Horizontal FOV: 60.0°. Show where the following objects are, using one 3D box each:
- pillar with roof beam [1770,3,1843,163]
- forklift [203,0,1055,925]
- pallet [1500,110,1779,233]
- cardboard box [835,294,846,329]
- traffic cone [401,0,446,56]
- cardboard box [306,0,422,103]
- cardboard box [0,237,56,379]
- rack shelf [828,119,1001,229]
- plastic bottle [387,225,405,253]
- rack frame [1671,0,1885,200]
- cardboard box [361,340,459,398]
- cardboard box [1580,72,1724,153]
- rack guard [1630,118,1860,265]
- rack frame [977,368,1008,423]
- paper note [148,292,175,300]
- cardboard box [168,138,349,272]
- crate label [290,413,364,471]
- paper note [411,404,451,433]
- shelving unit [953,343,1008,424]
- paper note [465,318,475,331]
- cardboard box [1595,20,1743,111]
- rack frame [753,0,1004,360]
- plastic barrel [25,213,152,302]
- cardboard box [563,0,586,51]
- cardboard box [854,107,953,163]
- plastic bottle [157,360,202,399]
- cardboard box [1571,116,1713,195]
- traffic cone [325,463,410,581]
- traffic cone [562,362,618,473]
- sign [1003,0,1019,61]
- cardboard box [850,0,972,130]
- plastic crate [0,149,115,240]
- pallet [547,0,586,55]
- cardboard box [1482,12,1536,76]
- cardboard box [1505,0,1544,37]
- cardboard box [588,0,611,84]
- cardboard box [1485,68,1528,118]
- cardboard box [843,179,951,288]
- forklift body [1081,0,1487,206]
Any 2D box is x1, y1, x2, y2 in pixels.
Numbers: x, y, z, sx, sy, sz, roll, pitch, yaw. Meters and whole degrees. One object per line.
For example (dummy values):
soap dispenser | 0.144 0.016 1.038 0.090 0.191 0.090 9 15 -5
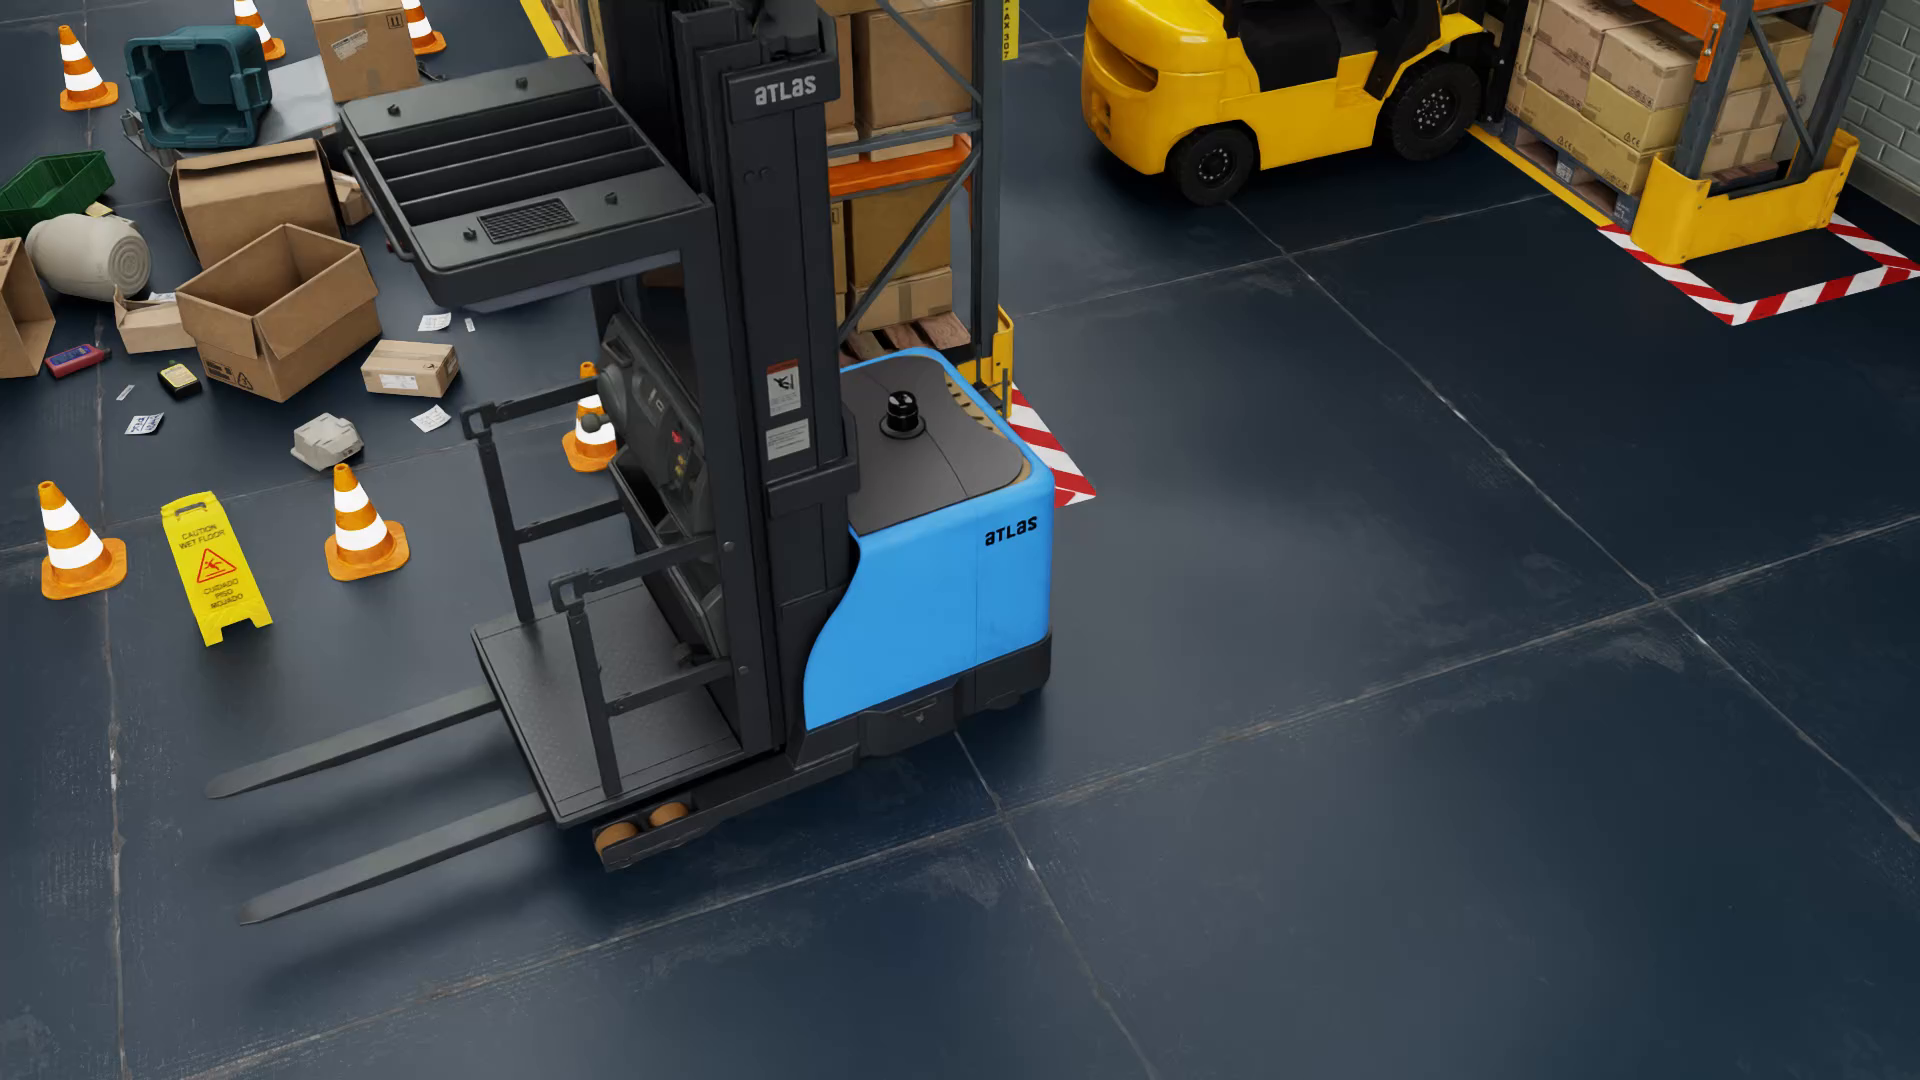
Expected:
pillar with roof beam | 0.863 -4.718 5.834 9.100 9.000 0.400 -15 43 -17
forklift | -1.190 -0.342 5.400 3.031 2.935 1.130 -19 44 -21
pallet | 3.942 -2.266 9.723 1.003 0.211 1.213 -15 43 -17
cardboard box | -0.878 -1.183 8.112 0.500 0.250 0.500 -15 43 -17
traffic cone | -3.609 -3.478 10.939 0.336 0.463 0.334 -15 43 -17
cardboard box | -3.474 -2.919 9.680 0.500 0.500 0.500 -15 43 -17
cardboard box | -4.834 -1.120 8.167 0.500 0.500 0.500 -8 41 -9
rack shelf | -1.076 -2.564 8.483 1.077 0.370 4.000 -15 43 -17
plastic bottle | -3.080 -1.682 9.159 0.133 0.061 0.283 -8 41 -9
rack frame | 4.274 -2.873 8.290 1.000 3.000 0.127 -15 43 -17
cardboard box | -2.678 -0.836 8.109 0.380 0.149 0.250 5 41 6
cardboard box | 3.799 -2.394 9.137 0.500 0.250 0.500 -16 43 -17
rack guard | 4.283 -1.910 9.088 1.175 0.500 0.348 -15 43 -17
rack frame | 0.088 -0.308 6.918 0.240 0.900 0.006 -22 45 -23
paper note | -4.166 -1.256 8.693 0.172 0.023 0.155 -2 41 -2
cardboard box | -3.687 -1.725 8.766 0.797 0.637 0.503 -15 43 -17
crate label | -2.921 -0.460 7.680 0.298 0.136 0.250 27 47 27
paper note | -2.512 -0.579 7.900 0.148 0.019 0.142 -31 49 -31
shelving unit | 0.035 -0.365 6.984 0.258 0.900 0.210 -22 45 -23
paper note | -2.513 -1.104 8.526 0.032 0.001 0.123 -15 43 -17
cardboard box | 3.809 -2.568 8.956 0.500 0.250 0.500 -14 43 -15
rack frame | -0.311 -1.632 6.847 1.000 3.000 0.127 -15 43 -17
plastic barrel | -4.525 -1.468 8.633 0.512 0.421 0.421 12 42 13
cardboard box | -2.044 -3.520 10.736 0.950 0.372 0.625 -15 43 -16
cardboard box | -0.249 -1.793 7.227 0.380 0.149 0.250 -15 43 -17
plastic bottle | -3.827 -0.791 8.124 0.133 0.061 0.283 -31 49 -31
cardboard box | 3.802 -2.194 9.287 0.500 0.250 0.500 -15 43 -17
traffic cone | -2.563 -0.126 7.041 0.336 0.463 0.334 -15 43 -17
traffic cone | -1.667 -0.607 7.601 0.336 0.463 0.334 -15 43 -17
sign | 0.190 -2.096 6.723 0.100 0.325 0.005 -15 43 -17
cardboard box | -0.236 -2.137 7.130 0.500 0.500 0.500 -16 43 -18
plastic crate | -5.099 -1.924 9.299 0.450 0.188 0.662 -3 40 12
pallet | -2.141 -3.453 11.104 1.003 0.211 1.213 -15 43 -17
cardboard box | 3.400 -3.005 9.847 0.500 0.250 0.500 -16 43 -18
cardboard box | 3.406 -3.176 9.662 0.500 0.250 0.500 -15 43 -16
cardboard box | -1.865 -3.020 9.673 0.500 0.500 0.500 -13 42 -15
cardboard box | 3.437 -2.799 9.991 0.500 0.250 0.500 -15 43 -16
cardboard box | -0.374 -1.602 8.024 0.500 0.500 0.500 -16 43 -18
forklift body | 1.863 -3.238 9.366 2.313 2.155 1.214 -15 43 -17
